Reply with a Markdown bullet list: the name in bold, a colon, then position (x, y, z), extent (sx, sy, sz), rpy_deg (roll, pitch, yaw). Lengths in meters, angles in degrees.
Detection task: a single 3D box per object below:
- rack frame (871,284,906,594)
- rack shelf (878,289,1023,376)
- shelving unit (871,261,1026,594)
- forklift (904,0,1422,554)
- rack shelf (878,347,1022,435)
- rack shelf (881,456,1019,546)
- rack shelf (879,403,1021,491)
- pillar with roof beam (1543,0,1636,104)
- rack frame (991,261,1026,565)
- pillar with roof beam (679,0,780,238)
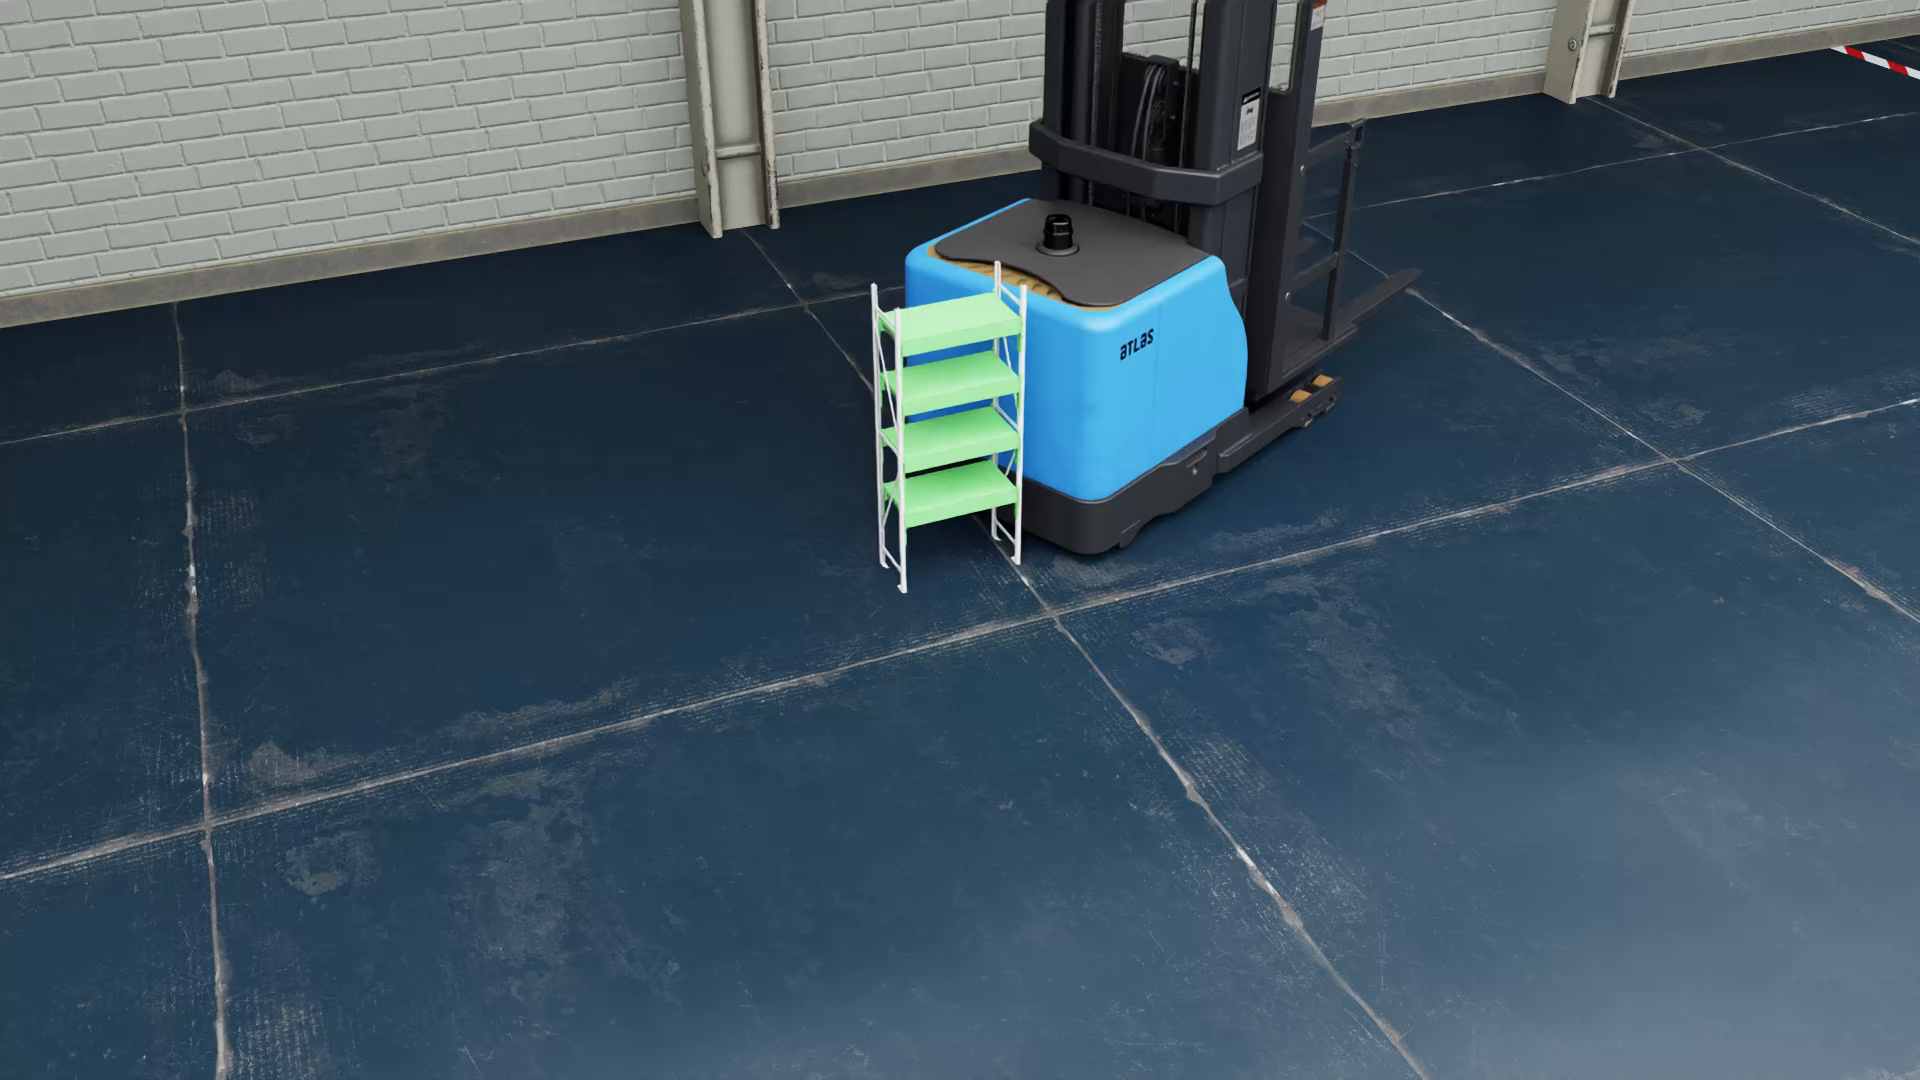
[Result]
- **rack frame**: position (-0.263, -0.356, 6.196), extent (0.015, 1.200, 0.240), rpy_deg (-14, 35, -20)
- **rack shelf**: position (-0.040, -0.759, 6.053), extent (0.480, 0.148, 0.258), rpy_deg (-14, 35, -20)
- **shelving unit**: position (-0.040, -0.410, 6.280), extent (0.503, 1.200, 0.258), rpy_deg (-14, 35, -20)
- **forklift**: position (1.108, -1.899, 6.982), extent (1.130, 2.935, 3.031), rpy_deg (25, 41, 33)
- **rack shelf**: position (-0.040, -0.557, 6.184), extent (0.480, 0.148, 0.258), rpy_deg (-14, 35, -20)
- **rack shelf**: position (-0.040, -0.155, 6.445), extent (0.480, 0.148, 0.258), rpy_deg (-14, 35, -20)
- **rack shelf**: position (-0.040, -0.356, 6.314), extent (0.480, 0.148, 0.258), rpy_deg (-14, 35, -20)
- **pillar with roof beam**: position (5.932, -4.691, 5.709), extent (0.400, 9.000, 9.100), rpy_deg (-13, 35, -19)
- **rack frame**: position (0.182, -0.464, 6.363), extent (0.015, 1.200, 0.240), rpy_deg (-14, 35, -20)
- **pillar with roof beam**: position (0.399, -3.425, 3.762), extent (0.400, 9.000, 9.100), rpy_deg (-13, 35, -19)
